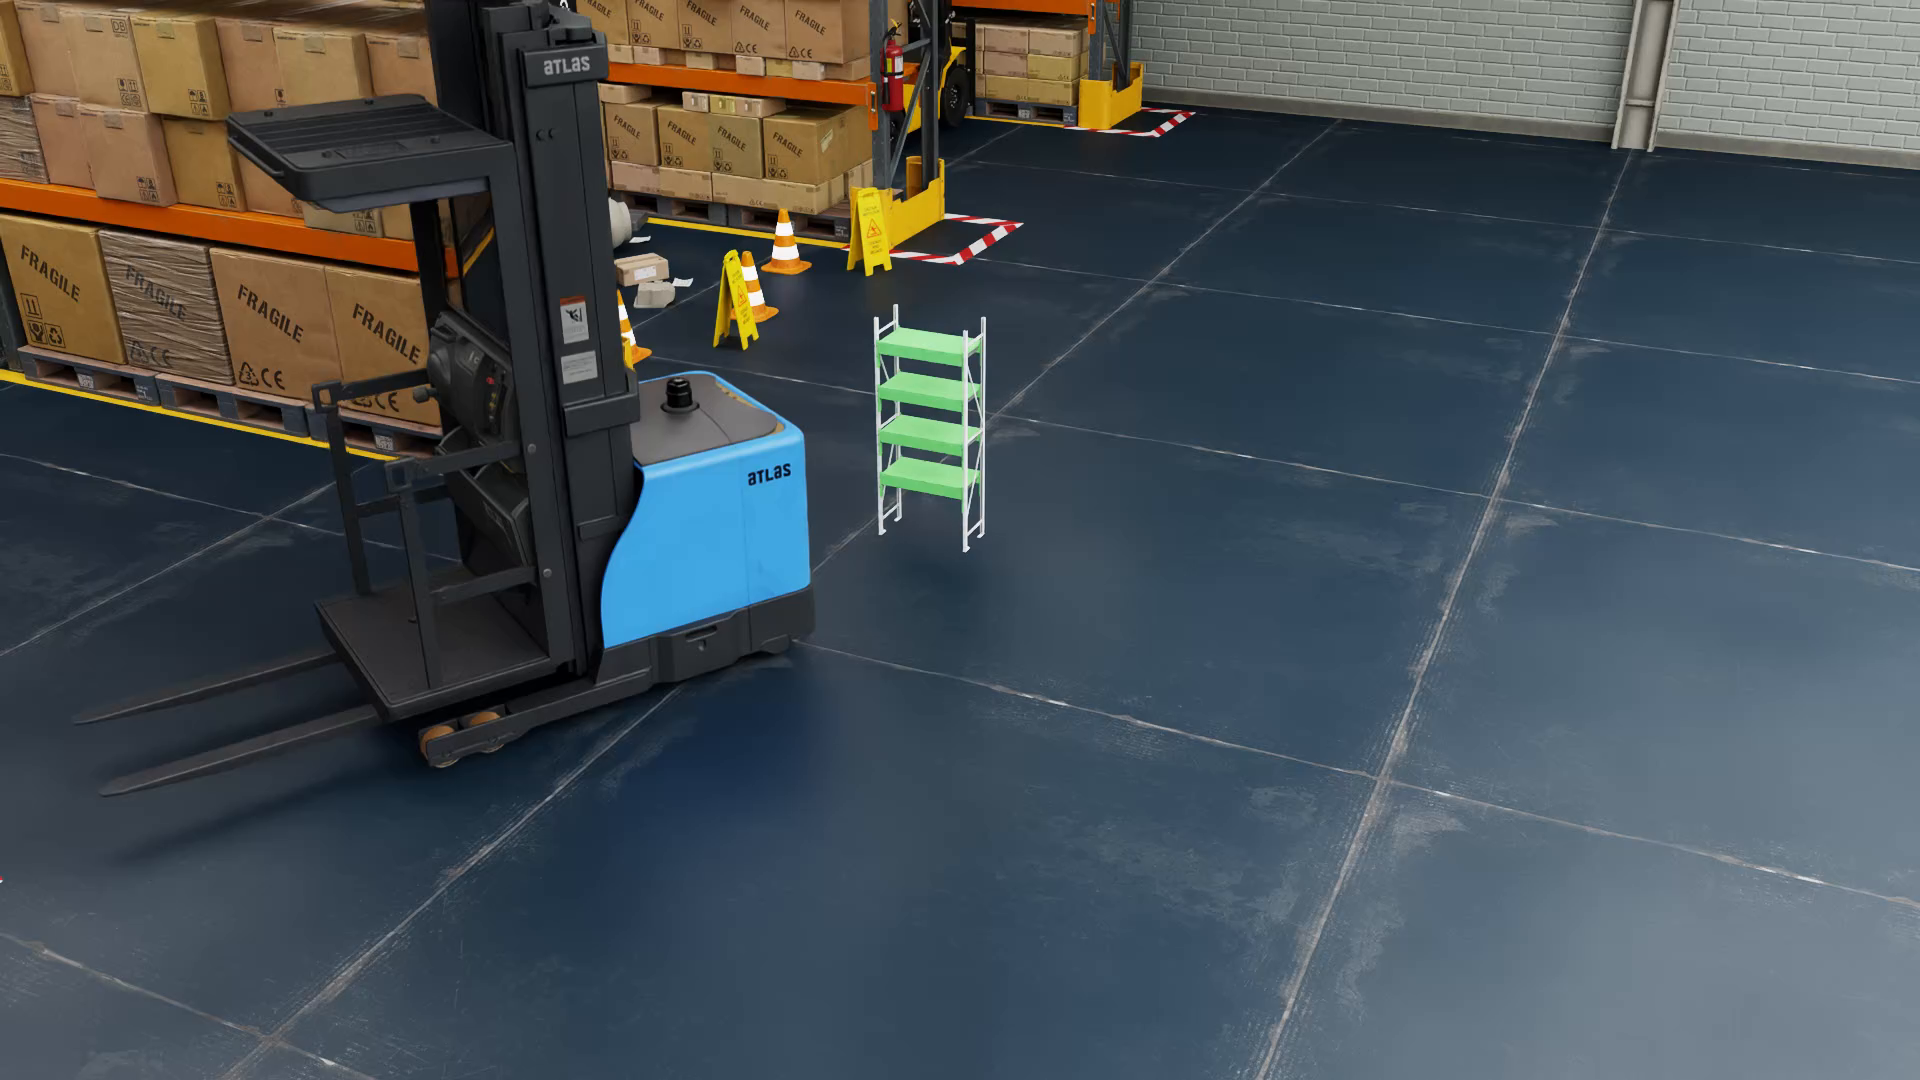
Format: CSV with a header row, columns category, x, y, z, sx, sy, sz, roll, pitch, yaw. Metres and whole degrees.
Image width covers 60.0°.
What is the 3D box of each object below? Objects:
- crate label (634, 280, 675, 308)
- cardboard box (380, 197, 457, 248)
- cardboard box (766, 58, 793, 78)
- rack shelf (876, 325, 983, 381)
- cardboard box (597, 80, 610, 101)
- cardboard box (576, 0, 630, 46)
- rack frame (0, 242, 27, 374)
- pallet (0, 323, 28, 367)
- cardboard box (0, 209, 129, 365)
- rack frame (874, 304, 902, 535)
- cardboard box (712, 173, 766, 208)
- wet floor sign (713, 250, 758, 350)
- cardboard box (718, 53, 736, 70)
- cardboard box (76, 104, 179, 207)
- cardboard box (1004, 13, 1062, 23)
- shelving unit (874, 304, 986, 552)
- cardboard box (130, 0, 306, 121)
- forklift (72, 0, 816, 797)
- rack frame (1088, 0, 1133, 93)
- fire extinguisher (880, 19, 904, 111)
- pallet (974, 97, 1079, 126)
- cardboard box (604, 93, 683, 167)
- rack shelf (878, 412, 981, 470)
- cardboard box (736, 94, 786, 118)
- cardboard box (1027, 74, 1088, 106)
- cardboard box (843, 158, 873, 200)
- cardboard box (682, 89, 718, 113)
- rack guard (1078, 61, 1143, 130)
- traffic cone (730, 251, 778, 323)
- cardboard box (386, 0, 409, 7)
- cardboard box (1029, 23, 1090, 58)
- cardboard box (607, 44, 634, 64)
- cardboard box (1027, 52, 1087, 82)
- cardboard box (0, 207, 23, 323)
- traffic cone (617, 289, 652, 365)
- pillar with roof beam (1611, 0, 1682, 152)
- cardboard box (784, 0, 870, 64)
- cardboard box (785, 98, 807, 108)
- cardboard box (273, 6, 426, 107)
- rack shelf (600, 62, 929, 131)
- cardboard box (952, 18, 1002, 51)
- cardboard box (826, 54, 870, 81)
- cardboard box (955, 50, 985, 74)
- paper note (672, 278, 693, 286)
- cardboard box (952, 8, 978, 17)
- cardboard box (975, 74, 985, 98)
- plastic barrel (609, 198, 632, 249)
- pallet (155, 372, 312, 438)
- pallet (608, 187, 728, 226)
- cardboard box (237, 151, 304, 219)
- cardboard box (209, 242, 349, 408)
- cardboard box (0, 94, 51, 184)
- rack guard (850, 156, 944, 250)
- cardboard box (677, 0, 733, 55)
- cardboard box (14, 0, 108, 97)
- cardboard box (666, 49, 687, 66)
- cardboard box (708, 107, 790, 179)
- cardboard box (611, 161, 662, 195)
category,x,y,z,sx,sy,sz,roll,pitch,yaw
crate label,-2.259,-1.821,12.293,0.298,0.136,0.250,-2,26,-5
cardboard box,-2.756,-2.043,9.333,0.550,0.550,0.875,11,28,22
cardboard box,-1.373,-3.862,13.482,0.250,0.149,0.380,11,28,21
rack shelf,-0.151,-0.942,8.363,0.480,0.148,0.258,11,28,22
cardboard box,-3.101,-3.892,14.313,0.250,0.149,0.380,13,29,24
cardboard box,-2.881,-4.472,13.988,0.500,0.500,0.500,11,28,21
rack frame,-6.041,-2.657,10.751,0.127,3.000,1.000,11,28,22
pallet,-6.775,-1.517,11.592,1.213,0.211,1.003,11,28,22
cardboard box,-5.497,-1.749,10.837,0.875,0.875,0.875,12,29,23
rack frame,-0.373,-0.613,8.637,0.015,1.200,0.240,11,28,22
cardboard box,-1.758,-3.027,14.140,0.500,0.250,0.500,11,28,22
wet floor sign,-1.554,-1.660,11.392,0.232,0.644,0.267,6,27,13
cardboard box,-1.795,-4.000,13.763,0.250,0.149,0.380,12,29,23
cardboard box,-4.747,-2.424,10.108,0.550,0.550,0.875,11,28,22
cardboard box,0.793,-5.588,18.210,0.500,0.250,0.500,11,28,22
shelving unit,-0.151,-0.569,8.546,0.503,1.200,0.258,11,28,22
cardboard box,-4.250,-2.826,9.702,0.500,0.550,0.875,11,28,22
forklift,-2.179,-0.645,6.741,3.031,2.935,1.130,-17,31,-30
rack frame,1.609,-5.931,17.401,0.127,3.000,1.000,11,28,22
fire extinguisher,-0.529,-3.694,12.944,0.183,0.674,0.296,11,28,22
pallet,0.895,-4.803,18.267,1.213,0.211,1.003,11,28,22
cardboard box,-2.695,-3.552,14.358,0.500,0.500,0.500,13,29,24
rack shelf,-0.151,-0.511,8.575,0.480,0.148,0.258,11,28,22
cardboard box,-1.642,-3.599,13.718,0.250,0.149,0.380,12,29,23
cardboard box,1.050,-4.845,17.832,0.500,0.250,0.500,12,28,22
cardboard box,-1.063,-3.148,14.386,0.500,0.250,0.500,11,28,21
cardboard box,-2.109,-3.695,13.913,0.250,0.149,0.380,13,29,24
rack guard,1.630,-4.805,17.944,0.348,0.500,1.175,11,28,22
traffic cone,-1.518,-1.848,11.980,0.334,0.463,0.336,11,28,22
cardboard box,-4.899,-4.780,14.872,0.250,0.149,0.380,10,28,20
cardboard box,1.060,-5.293,17.611,0.500,0.250,0.500,12,29,24
cardboard box,-2.769,-4.129,14.025,0.250,0.149,0.380,12,28,22
cardboard box,1.036,-5.074,17.731,0.500,0.250,0.500,11,28,21
cardboard box,-6.643,-1.914,11.312,0.750,0.750,1.050,11,28,22
traffic cone,-2.295,-1.456,11.183,0.334,0.463,0.336,11,28,22
pillar with roof beam,5.028,-6.284,11.327,0.400,9.000,9.100,11,28,22
cardboard box,-1.051,-4.101,13.235,0.500,0.500,0.500,11,28,21
cardboard box,-1.562,-3.583,14.419,0.500,0.500,0.500,10,28,20
cardboard box,-3.260,-2.625,9.292,0.550,0.550,0.875,11,28,22
rack shelf,-2.263,-3.978,14.248,4.000,0.370,1.077,11,28,22
cardboard box,0.130,-5.473,17.975,0.500,0.250,0.500,12,29,22
cardboard box,-0.872,-3.804,13.366,0.250,0.149,0.380,12,29,24
cardboard box,0.105,-5.256,18.100,0.500,0.250,0.500,11,28,21
paper note,-2.127,-1.975,12.727,0.142,0.019,0.148,2,26,4
cardboard box,-0.121,-5.781,18.601,0.500,0.250,0.500,11,28,21
cardboard box,0.150,-5.035,18.218,0.500,0.250,0.500,12,29,22
plastic barrel,-2.950,-2.548,13.446,0.512,0.421,0.421,-12,29,-23
pallet,-4.267,-1.013,10.569,1.213,0.211,1.003,11,28,22
pallet,-2.343,-3.084,14.775,1.213,0.211,1.003,11,28,22
cardboard box,-3.724,-2.287,9.830,0.550,0.550,0.875,11,28,22
cardboard box,-3.846,-1.418,10.165,0.875,0.875,0.875,11,28,21
cardboard box,-5.700,-2.662,10.591,0.550,0.550,0.875,11,28,22
rack guard,-0.512,-2.827,13.926,0.348,0.500,1.175,11,28,22
cardboard box,-1.959,-4.288,13.613,0.500,0.500,0.500,11,28,22
cardboard box,-5.171,-3.074,10.205,0.550,0.550,0.875,11,28,22
cardboard box,-2.255,-4.092,13.949,0.250,0.149,0.380,11,28,22
cardboard box,-1.756,-3.362,13.970,0.500,0.500,0.500,12,29,24
cardboard box,-2.684,-3.215,14.522,0.500,0.250,0.500,11,28,21
